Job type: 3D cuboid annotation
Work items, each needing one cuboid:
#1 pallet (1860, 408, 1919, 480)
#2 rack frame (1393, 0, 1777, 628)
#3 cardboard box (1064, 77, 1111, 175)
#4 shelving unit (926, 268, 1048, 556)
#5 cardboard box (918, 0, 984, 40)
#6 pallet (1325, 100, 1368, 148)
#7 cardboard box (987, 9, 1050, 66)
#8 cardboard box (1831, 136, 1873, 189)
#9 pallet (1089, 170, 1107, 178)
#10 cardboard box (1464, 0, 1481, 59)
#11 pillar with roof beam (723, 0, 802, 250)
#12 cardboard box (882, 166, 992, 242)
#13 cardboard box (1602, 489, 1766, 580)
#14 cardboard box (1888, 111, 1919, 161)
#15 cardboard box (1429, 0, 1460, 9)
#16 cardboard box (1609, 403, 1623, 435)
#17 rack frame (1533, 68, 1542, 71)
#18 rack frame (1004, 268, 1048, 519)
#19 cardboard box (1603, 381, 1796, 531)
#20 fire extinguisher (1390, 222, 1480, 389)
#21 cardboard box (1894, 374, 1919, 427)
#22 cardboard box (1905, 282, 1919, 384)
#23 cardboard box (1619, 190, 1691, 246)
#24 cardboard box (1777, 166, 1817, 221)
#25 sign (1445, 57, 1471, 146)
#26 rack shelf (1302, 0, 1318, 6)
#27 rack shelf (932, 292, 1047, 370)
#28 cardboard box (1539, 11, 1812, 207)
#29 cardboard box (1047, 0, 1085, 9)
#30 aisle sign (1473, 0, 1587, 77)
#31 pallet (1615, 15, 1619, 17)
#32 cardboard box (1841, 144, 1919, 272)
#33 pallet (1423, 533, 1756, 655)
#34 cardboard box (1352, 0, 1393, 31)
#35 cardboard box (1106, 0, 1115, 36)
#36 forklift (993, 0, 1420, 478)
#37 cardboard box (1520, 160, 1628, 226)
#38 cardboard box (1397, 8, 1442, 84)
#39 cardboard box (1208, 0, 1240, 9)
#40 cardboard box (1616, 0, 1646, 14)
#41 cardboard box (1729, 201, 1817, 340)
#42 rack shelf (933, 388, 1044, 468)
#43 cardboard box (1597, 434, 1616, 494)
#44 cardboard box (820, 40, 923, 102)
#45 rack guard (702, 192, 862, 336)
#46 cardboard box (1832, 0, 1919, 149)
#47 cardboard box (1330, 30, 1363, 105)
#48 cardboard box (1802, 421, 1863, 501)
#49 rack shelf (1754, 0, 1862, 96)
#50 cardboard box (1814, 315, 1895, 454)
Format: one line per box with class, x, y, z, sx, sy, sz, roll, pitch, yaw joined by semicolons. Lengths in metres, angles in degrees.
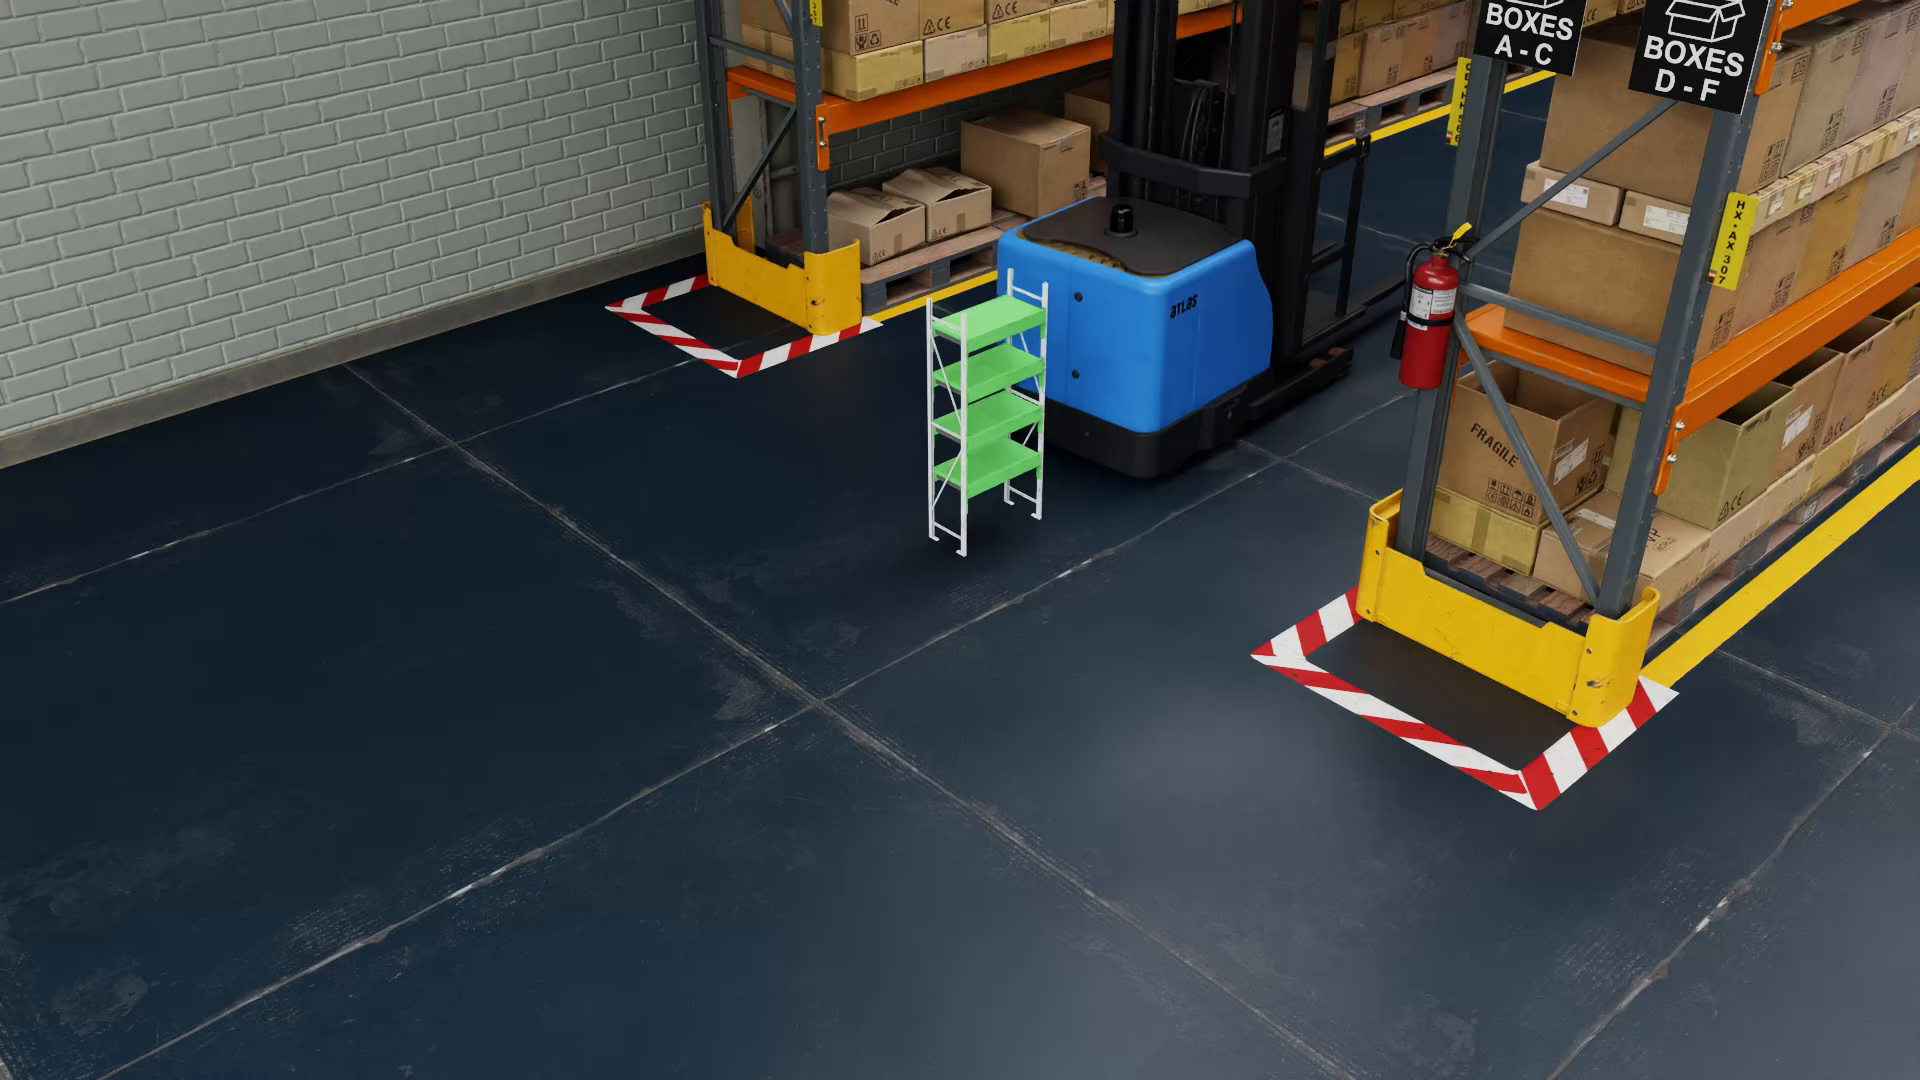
pallet;4.559;-0.783;8.828;1.213;0.211;1.003;-26;40;-35
rack frame;2.237;-0.820;6.216;0.127;3.000;1.000;-26;40;-35
cardboard box;1.065;-2.870;11.543;0.500;0.500;0.500;26;40;35
shelving unit;0.121;-0.571;7.533;0.503;1.200;0.258;-26;40;-35
cardboard box;-0.210;-3.204;9.520;0.500;0.500;0.500;-26;40;-35
pallet;2.369;-3.220;12.813;1.213;0.211;1.003;-26;40;-35
cardboard box;0.189;-3.078;10.033;0.500;0.250;0.500;-27;40;-36
cardboard box;3.427;-1.563;6.713;0.250;0.149;0.380;-27;41;-37
pallet;1.331;-2.691;11.949;1.213;0.211;1.003;-26;40;-35
cardboard box;4.240;-4.397;14.040;0.500;0.500;0.700;-25;39;-35
pillar with roof beam;1.718;-4.205;6.001;0.400;9.000;9.100;-26;40;-35
cardboard box;-0.147;-2.167;10.575;0.500;0.311;0.500;-22;38;-32
cardboard box;3.146;-0.110;7.288;0.500;0.250;0.500;-26;40;-35
cardboard box;3.799;-1.741;7.004;0.250;0.149;0.380;-25;40;-35
cardboard box;3.779;-4.539;13.553;0.500;0.250;0.500;-25;39;-35
cardboard box;3.151;-0.810;7.714;0.500;0.500;0.500;-26;40;-35
rack frame;4.732;-5.551;13.953;0.127;3.000;1.000;-26;40;-35
rack frame;0.300;-0.657;7.675;0.015;1.200;0.240;-26;40;-35
cardboard box;3.147;-0.429;7.091;0.500;0.500;0.500;-26;40;-35
fire extinguisher;1.835;-0.923;6.458;0.183;0.674;0.296;-26;40;-35
cardboard box;4.605;-0.823;8.454;0.500;0.250;0.500;-26;40;-35
cardboard box;4.604;-1.144;8.260;0.500;0.500;0.500;-26;40;-35
cardboard box;2.671;-1.196;6.113;0.250;0.149;0.380;-26;40;-36
cardboard box;3.047;-1.379;6.412;0.250;0.149;0.380;-26;40;-35
sign;1.878;-1.628;6.199;0.005;0.325;0.100;-26;40;-35
rack shelf;3.266;-4.535;12.981;4.000;0.370;1.077;-26;40;-35
rack shelf;0.121;-0.926;7.316;0.480;0.148;0.258;-26;40;-35
cardboard box;2.627;-1.596;6.145;0.500;0.500;0.700;-26;40;-35
cardboard box;0.543;-3.572;10.123;0.500;0.500;0.500;-24;39;-34
aisle sign;1.989;-2.018;5.683;0.004;0.787;0.394;-26;40;-35
pallet;5.362;-4.612;15.091;1.213;0.211;1.003;-26;40;-35
cardboard box;3.721;-1.573;7.352;0.500;0.500;0.700;-24;39;-34
pallet;2.769;0.082;7.413;1.213;0.211;1.003;-26;40;-35
cardboard box;3.027;-4.185;12.974;0.500;0.250;0.500;-27;41;-37
cardboard box;0.929;-3.435;10.617;0.500;0.250;0.500;-26;40;-36
forklift;1.530;-2.236;8.598;1.130;2.935;3.031;25;39;35
cardboard box;2.388;-1.348;6.361;0.250;0.149;0.380;-27;40;-36
cardboard box;3.438;-4.072;13.508;0.500;0.500;0.700;-26;40;-36
cardboard box;1.658;-3.793;11.202;0.500;0.250;0.500;-26;40;-35
cardboard box;6.008;-5.332;15.253;0.750;0.750;0.750;-26;40;-36
cardboard box;2.970;-1.211;6.760;0.500;0.500;0.700;-25;39;-34
rack shelf;0.121;-0.516;7.566;0.480;0.148;0.258;-26;40;-35
cardboard box;2.788;-0.311;7.617;0.500;0.250;0.500;-26;40;-35
cardboard box;-0.560;-2.710;9.431;0.500;0.250;0.500;-27;41;-37
rack guard;-1.078;-1.674;10.009;0.348;0.500;1.175;-26;40;-35
cardboard box;3.378;-1.963;6.746;0.500;0.500;0.700;-26;40;-35
cardboard box;2.673;-3.724;12.939;0.500;0.500;0.700;-27;40;-36
cardboard box;3.883;-0.463;7.864;0.500;0.250;0.500;-26;40;-35
rack shelf;3.704;-2.502;6.781;4.000;0.370;1.077;-26;40;-35
cardboard box;3.883;-0.782;7.668;0.500;0.500;0.500;-26;40;-35
